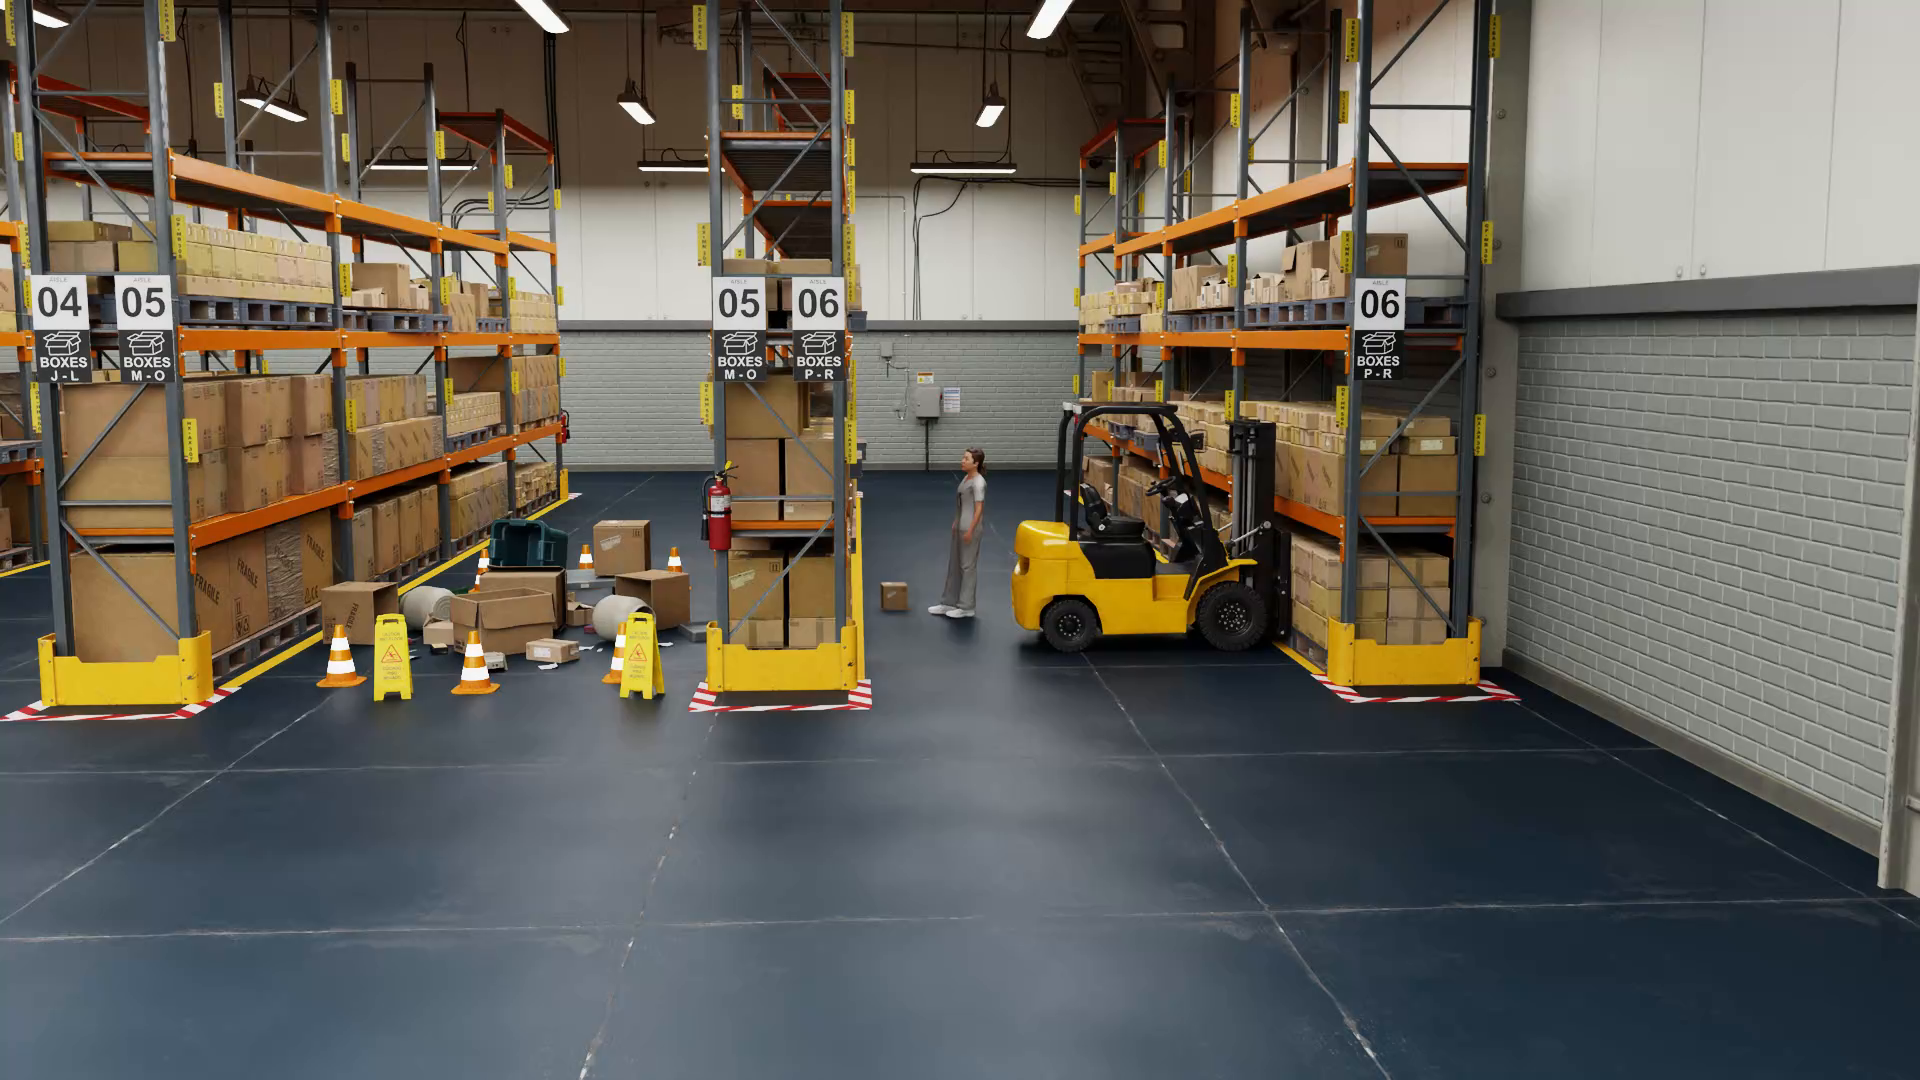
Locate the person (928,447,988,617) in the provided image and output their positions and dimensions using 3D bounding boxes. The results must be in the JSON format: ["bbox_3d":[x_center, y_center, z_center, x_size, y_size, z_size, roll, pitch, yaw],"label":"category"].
[{"bbox_3d":[0.004,-0.078,16.322,0.548,1.673,0.550,-2,7,-15],"label":"person"}]
